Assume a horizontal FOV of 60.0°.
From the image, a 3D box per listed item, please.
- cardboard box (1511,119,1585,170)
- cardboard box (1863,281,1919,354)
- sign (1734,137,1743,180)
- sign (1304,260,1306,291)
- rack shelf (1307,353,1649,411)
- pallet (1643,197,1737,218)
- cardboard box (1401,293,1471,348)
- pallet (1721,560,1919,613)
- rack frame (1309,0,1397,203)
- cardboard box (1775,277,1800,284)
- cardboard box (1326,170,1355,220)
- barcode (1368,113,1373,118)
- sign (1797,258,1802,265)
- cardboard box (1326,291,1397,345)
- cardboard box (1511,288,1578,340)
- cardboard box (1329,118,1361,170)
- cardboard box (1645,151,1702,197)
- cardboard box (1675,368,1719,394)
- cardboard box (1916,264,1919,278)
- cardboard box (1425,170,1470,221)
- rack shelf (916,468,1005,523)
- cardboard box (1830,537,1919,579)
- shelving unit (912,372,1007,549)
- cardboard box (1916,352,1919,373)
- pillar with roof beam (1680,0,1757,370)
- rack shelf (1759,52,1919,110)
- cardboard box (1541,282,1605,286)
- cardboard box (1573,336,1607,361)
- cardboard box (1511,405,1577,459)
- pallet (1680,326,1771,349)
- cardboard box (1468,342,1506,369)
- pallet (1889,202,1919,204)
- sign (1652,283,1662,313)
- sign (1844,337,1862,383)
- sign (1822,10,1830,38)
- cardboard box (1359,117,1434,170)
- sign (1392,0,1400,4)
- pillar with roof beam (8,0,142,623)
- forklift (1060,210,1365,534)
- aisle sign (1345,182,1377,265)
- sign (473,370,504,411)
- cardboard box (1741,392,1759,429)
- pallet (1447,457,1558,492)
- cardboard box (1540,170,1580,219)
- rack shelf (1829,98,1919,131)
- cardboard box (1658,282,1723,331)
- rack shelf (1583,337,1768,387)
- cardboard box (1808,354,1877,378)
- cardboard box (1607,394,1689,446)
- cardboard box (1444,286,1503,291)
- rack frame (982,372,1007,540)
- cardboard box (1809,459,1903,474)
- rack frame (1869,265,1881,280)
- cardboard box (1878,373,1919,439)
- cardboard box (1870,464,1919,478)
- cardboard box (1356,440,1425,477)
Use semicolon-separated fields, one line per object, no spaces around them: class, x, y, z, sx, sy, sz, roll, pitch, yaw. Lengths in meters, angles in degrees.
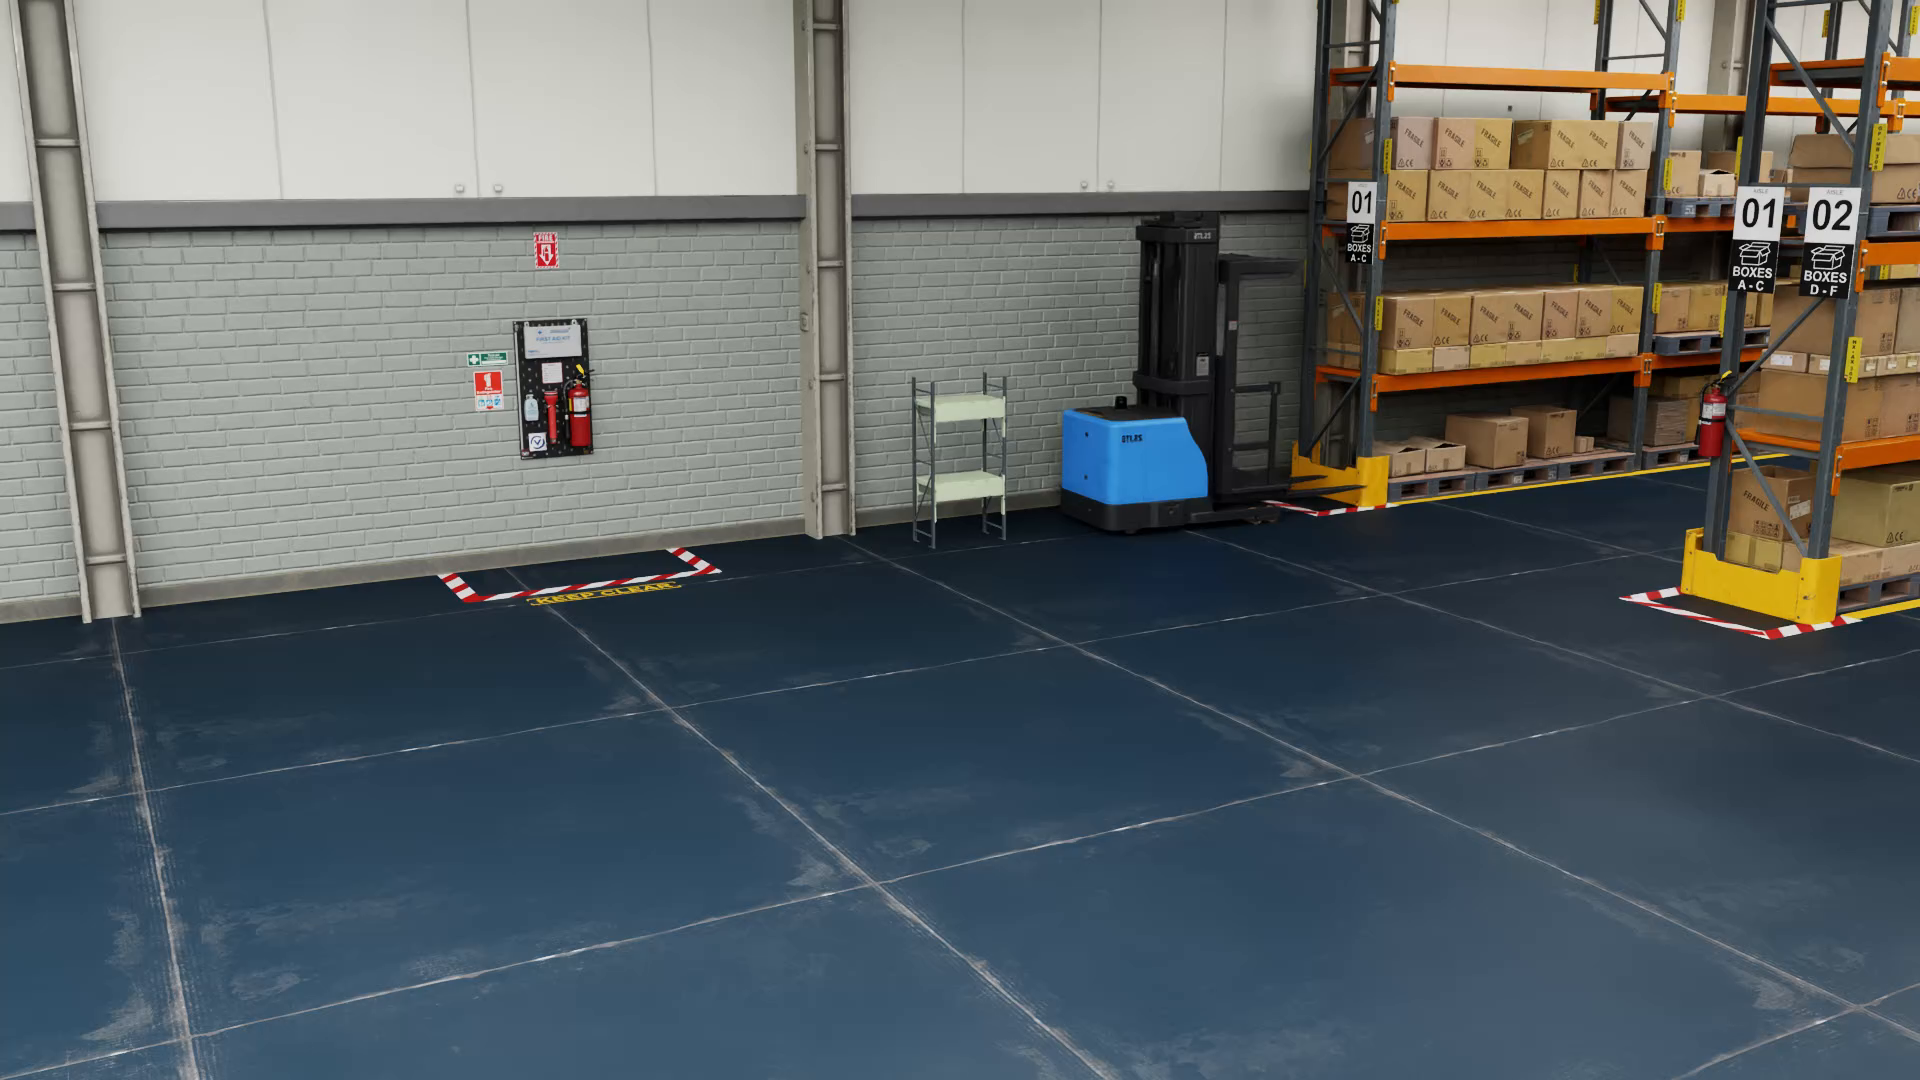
cardboard box;6.127;-4.120;17.344;0.500;0.500;0.500;-7;15;-30
cardboard box;7.153;-1.747;13.000;0.500;0.500;0.700;-7;15;-29
sign;5.984;-2.920;12.725;0.005;0.325;0.100;-7;14;-28
sign;3.607;-2.740;17.234;0.005;0.325;0.100;-7;14;-28
rack shelf;5.611;-1.771;17.925;4.000;0.370;1.077;-7;14;-28
pallet;7.959;-3.748;18.670;1.003;0.211;1.213;-7;14;-28
cardboard box;4.857;-2.256;17.032;0.500;0.500;0.500;-7;14;-28
pallet;6.883;0.315;13.371;1.213;0.211;1.003;-7;14;-28
rack frame;3.855;-4.838;16.253;0.127;3.000;1.000;-7;14;-28
cardboard box;9.992;-2.901;20.079;0.500;0.500;0.700;-8;15;-33
cardboard box;4.100;-3.526;16.981;0.500;0.500;0.500;-6;14;-24
barcode;4.239;-4.375;17.156;0.075;0.075;0.001;-7;14;-28
sign;10.608;-3.425;20.998;0.005;0.325;0.100;-7;14;-28
cardboard box;4.167;-2.304;17.246;0.500;0.500;0.500;-7;14;-28
cardboard box;6.217;-2.421;17.763;0.500;0.500;0.500;-7;15;-29
cardboard box;4.108;-4.017;16.885;0.500;0.500;0.500;-6;14;-25
cardboard box;7.884;-4.091;18.582;0.500;0.500;0.500;-5;13;-20
cardboard box;8.844;-1.876;19.739;0.500;0.250;0.500;-7;15;-29
cardboard box;11.870;-3.377;20.766;0.500;0.250;0.500;-7;14;-29
cardboard box;4.757;-3.470;16.732;0.500;0.500;0.500;-6;14;-24
rack shelf;-0.006;-0.413;15.154;0.720;0.370;0.431;-7;14;-28
cardboard box;7.246;0.113;13.224;0.500;0.250;0.500;-7;14;-28
shelving unit;-0.006;-0.731;15.082;0.755;1.500;0.431;-7;14;-28
cardboard box;7.352;-1.403;12.945;0.250;0.149;0.380;-7;14;-29
pillar with roof beam;11.384;-4.880;16.439;0.400;9.000;9.100;-7;14;-28
rack shelf;7.987;-3.548;13.070;4.000;0.370;1.077;-7;14;-28
cardboard box;6.854;-2.625;18.672;0.500;0.500;0.500;-7;15;-29
cardboard box;6.654;-2.110;18.089;0.500;0.250;0.500;-7;14;-28
cardboard box;6.474;-1.210;18.488;0.500;0.500;0.500;-8;15;-32
pallet;9.159;-2.443;19.712;1.213;0.211;1.003;-7;14;-28
cardboard box;5.335;-1.948;17.370;0.500;0.250;0.500;-7;15;-29
pallet;7.937;-2.576;13.234;1.213;0.211;1.003;-7;14;-28
sign;7.633;-2.651;18.225;0.005;0.325;0.100;-7;14;-28
sign;6.493;-1.311;12.089;0.005;0.325;0.100;-7;14;-28
sign;10.608;-6.319;20.346;0.005;0.325;0.100;-7;14;-28
cardboard box;4.310;-3.915;16.431;0.500;0.500;0.500;-8;15;-32
sign;4.115;-5.228;15.677;0.005;0.325;0.100;-7;14;-28
pillar with roof beam;-4.415;-2.987;8.025;0.400;9.000;9.100;-7;14;-28
forklift;2.533;-1.678;16.029;3.031;2.935;1.130;-6;14;-24
aisle sign;3.936;-3.114;16.336;0.004;0.787;0.394;-7;14;-28
sign;-3.933;-1.247;13.878;0.234;0.329;0.001;-7;14;-28
cardboard box;9.340;-1.573;20.098;0.500;0.500;0.700;-7;14;-28
pallet;5.721;-0.765;18.169;1.213;0.211;1.003;-7;14;-28
cardboard box;6.123;-3.637;17.474;0.500;0.500;0.500;-7;15;-30
rack shelf;12.633;-5.344;21.050;4.000;0.370;1.077;-7;14;-28
cardboard box;8.323;-2.700;19.186;0.500;0.500;0.700;-5;14;-22
rack shelf;9.122;-2.192;19.795;4.000;0.370;1.077;-7;14;-28
cardboard box;6.680;-1.322;12.588;0.250;0.149;0.380;-7;14;-28
cardboard box;8.004;-1.408;19.366;0.500;0.500;0.700;-6;14;-26
cardboard box;5.507;-2.464;17.953;0.500;0.500;0.500;-7;14;-27
rack frame;0.315;-0.769;15.253;0.023;1.500;0.400;-7;14;-28
cardboard box;7.431;-0.408;13.830;0.500;0.500;0.500;-7;14;-28
rack frame;10.877;-2.753;20.651;0.127;3.000;1.000;-7;14;-28
cardboard box;7.107;-1.109;13.117;0.500;0.500;0.700;-6;14;-26
cardboard box;7.680;-0.308;13.385;0.500;0.500;0.500;-7;14;-28
cardboard box;4.506;-0.870;17.405;0.500;0.311;0.500;-9;15;-34
